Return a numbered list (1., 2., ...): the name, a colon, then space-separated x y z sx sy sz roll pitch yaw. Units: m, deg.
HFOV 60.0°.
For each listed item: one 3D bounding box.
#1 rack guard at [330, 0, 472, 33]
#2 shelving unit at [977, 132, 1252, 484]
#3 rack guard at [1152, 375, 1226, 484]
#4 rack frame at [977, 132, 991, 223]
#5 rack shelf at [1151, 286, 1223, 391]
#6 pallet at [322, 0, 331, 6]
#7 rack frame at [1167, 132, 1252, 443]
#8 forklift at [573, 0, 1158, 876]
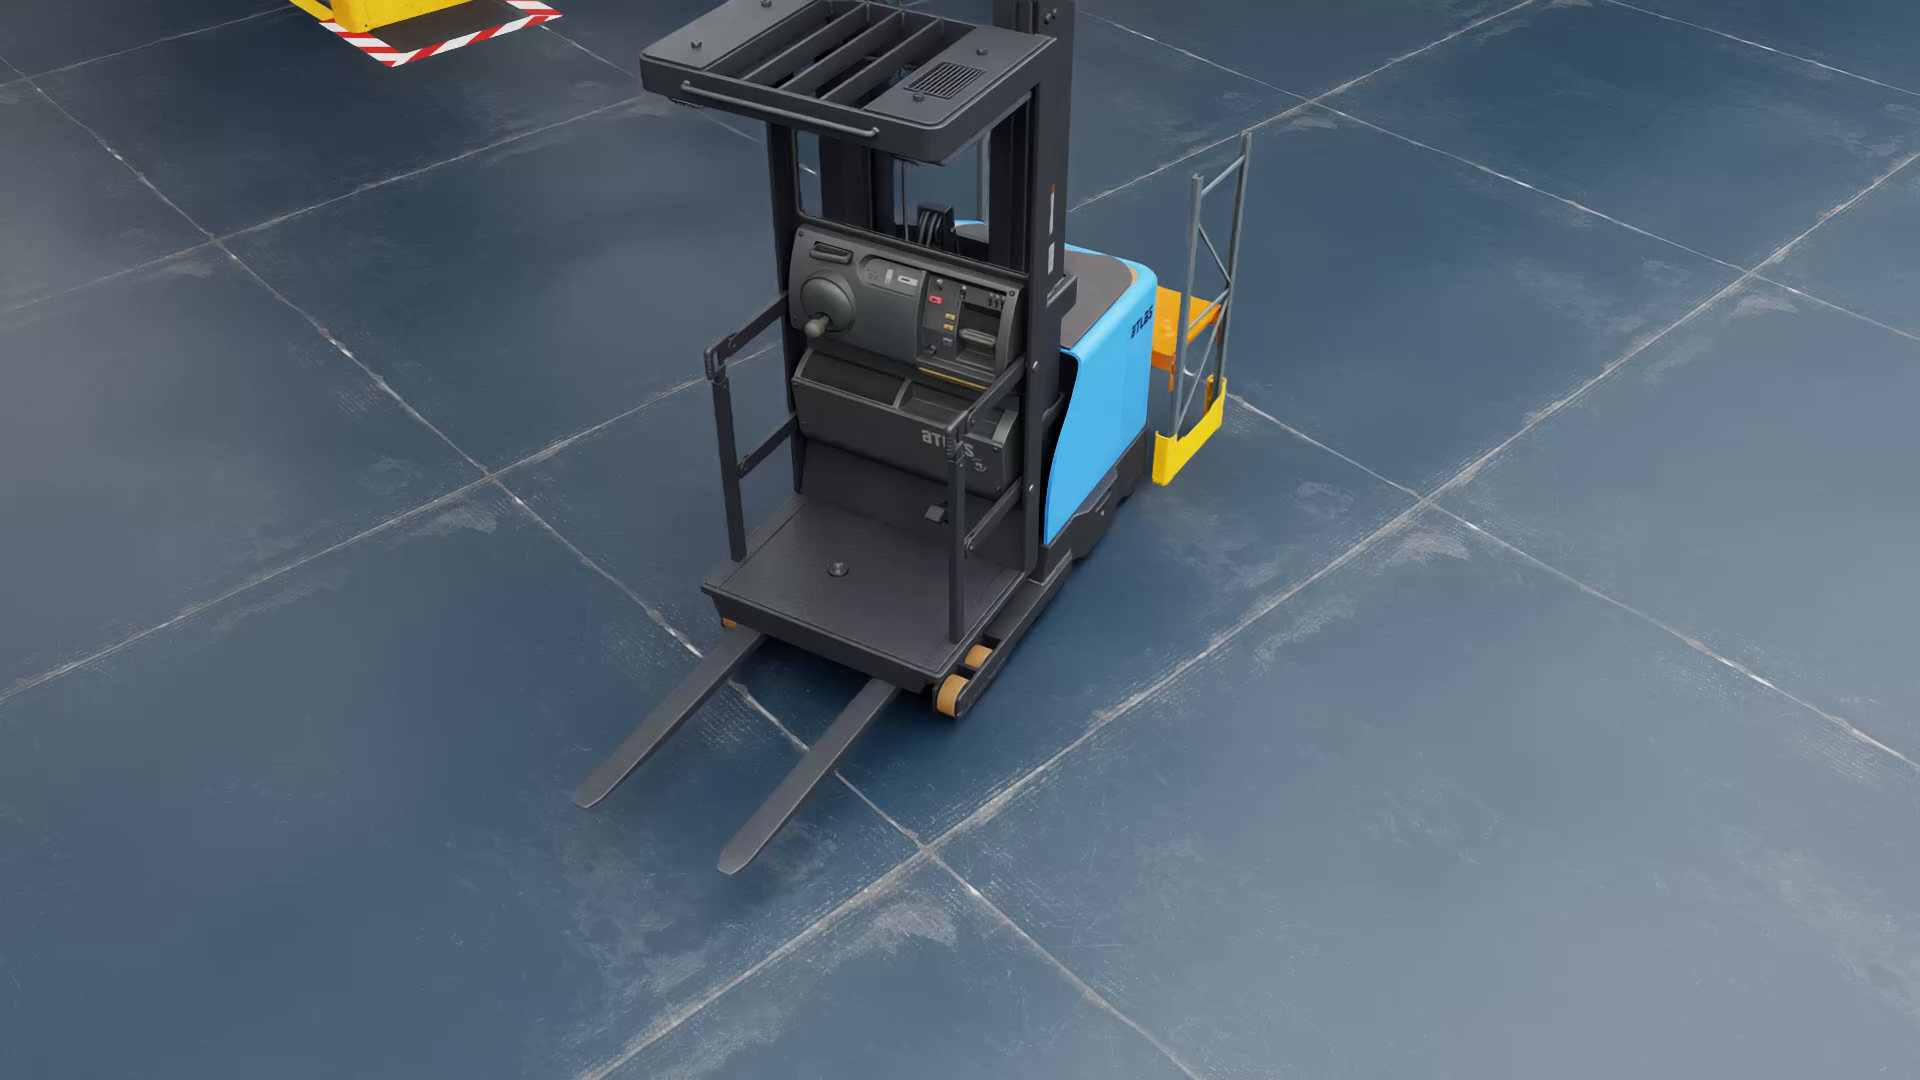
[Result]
1. rack guard: -3.918 -4.054 11.872 1.175 0.500 0.348 -30 48 -32
2. shelving unit: 0.643 -1.172 7.508 1.083 1.500 0.587 22 44 25
3. rack guard: 1.061 -0.516 7.690 0.087 0.250 0.587 22 44 25
4. rack frame: 0.223 -1.343 7.719 0.032 1.500 0.500 22 44 25
5. rack shelf: 0.650 -1.029 7.617 1.000 0.185 0.538 22 44 25
6. pallet: -4.441 -4.333 12.447 1.003 0.211 1.213 -30 48 -32
7. rack frame: 1.077 -0.996 7.289 0.032 1.500 0.500 22 44 25
8. forklift: -0.315 -0.785 5.889 1.130 2.935 3.031 19 43 22
